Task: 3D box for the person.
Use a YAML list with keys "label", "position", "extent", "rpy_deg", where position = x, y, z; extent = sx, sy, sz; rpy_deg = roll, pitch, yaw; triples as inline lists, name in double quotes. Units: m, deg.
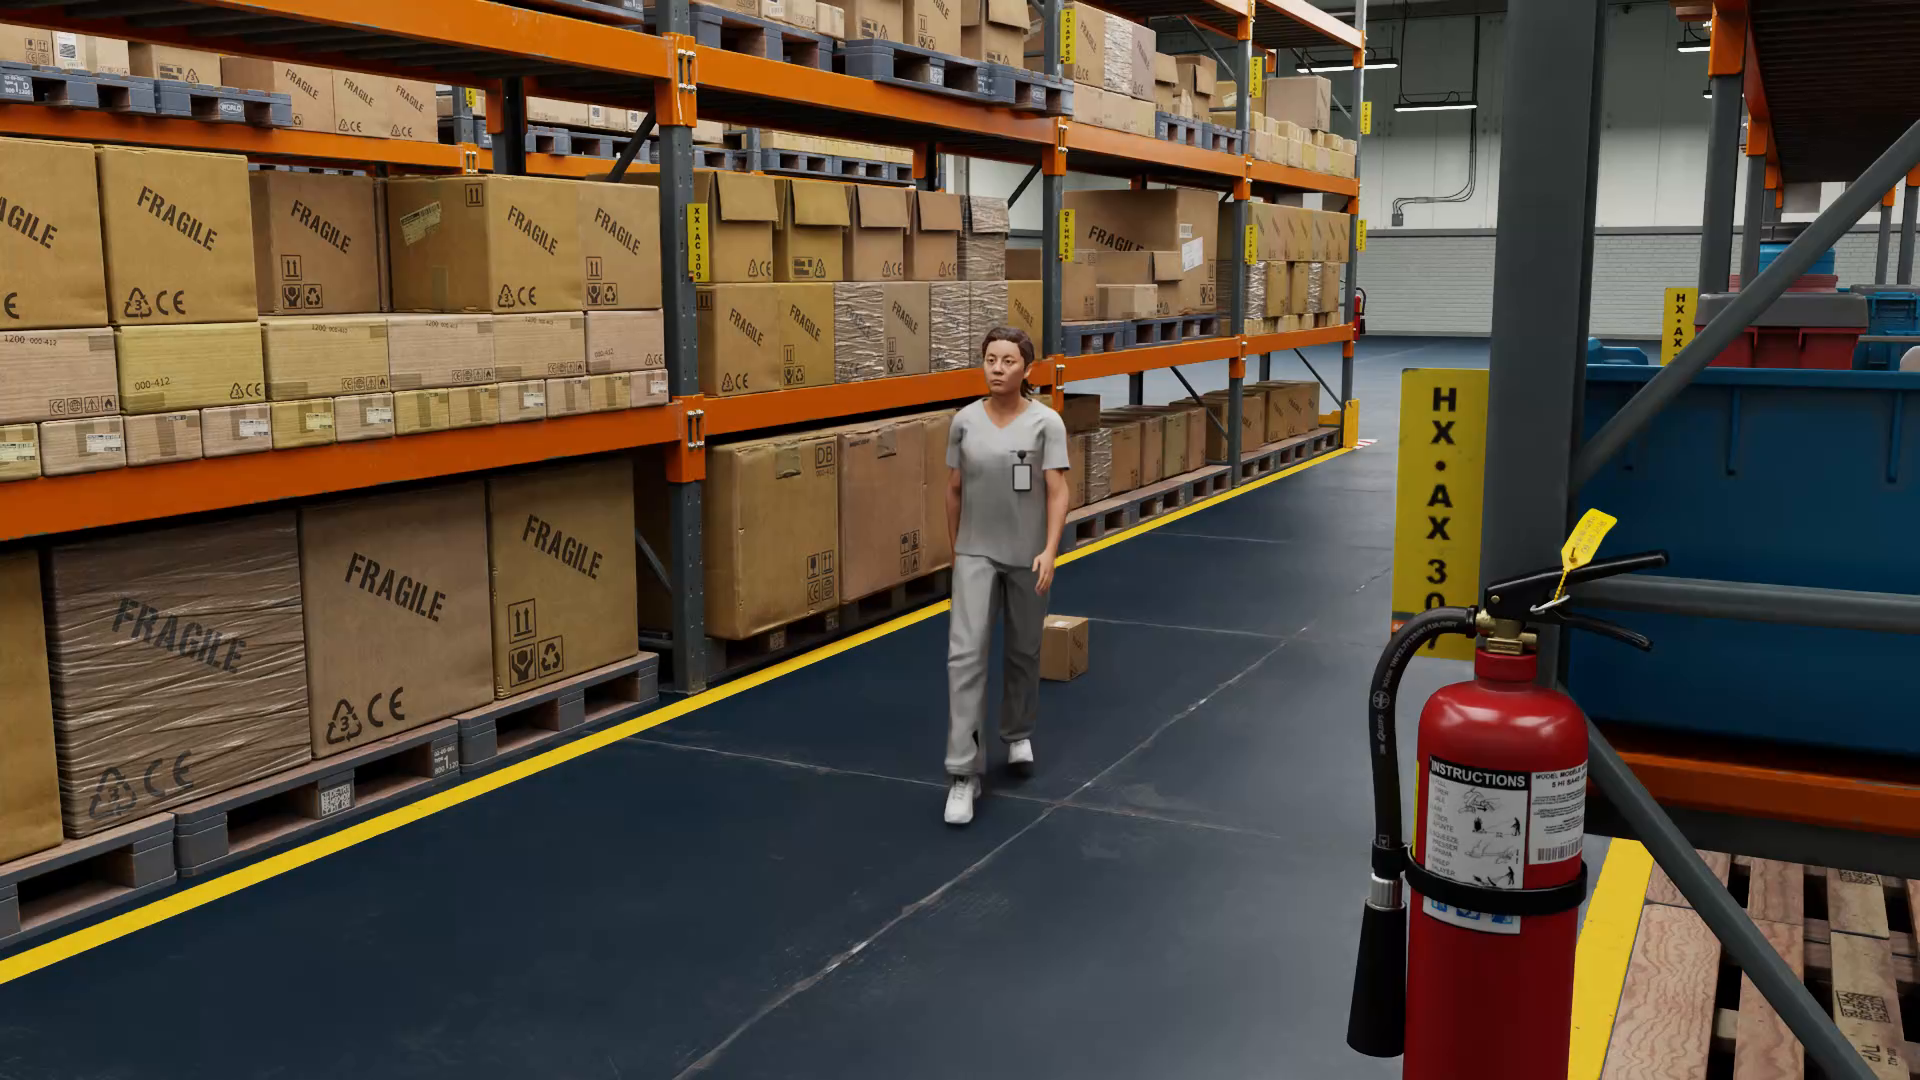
- label: "person"
  position: [0.153, 0.077, 5.840]
  extent: [0.456, 1.635, 0.932]
  rpy_deg: [1, 9, 7]
